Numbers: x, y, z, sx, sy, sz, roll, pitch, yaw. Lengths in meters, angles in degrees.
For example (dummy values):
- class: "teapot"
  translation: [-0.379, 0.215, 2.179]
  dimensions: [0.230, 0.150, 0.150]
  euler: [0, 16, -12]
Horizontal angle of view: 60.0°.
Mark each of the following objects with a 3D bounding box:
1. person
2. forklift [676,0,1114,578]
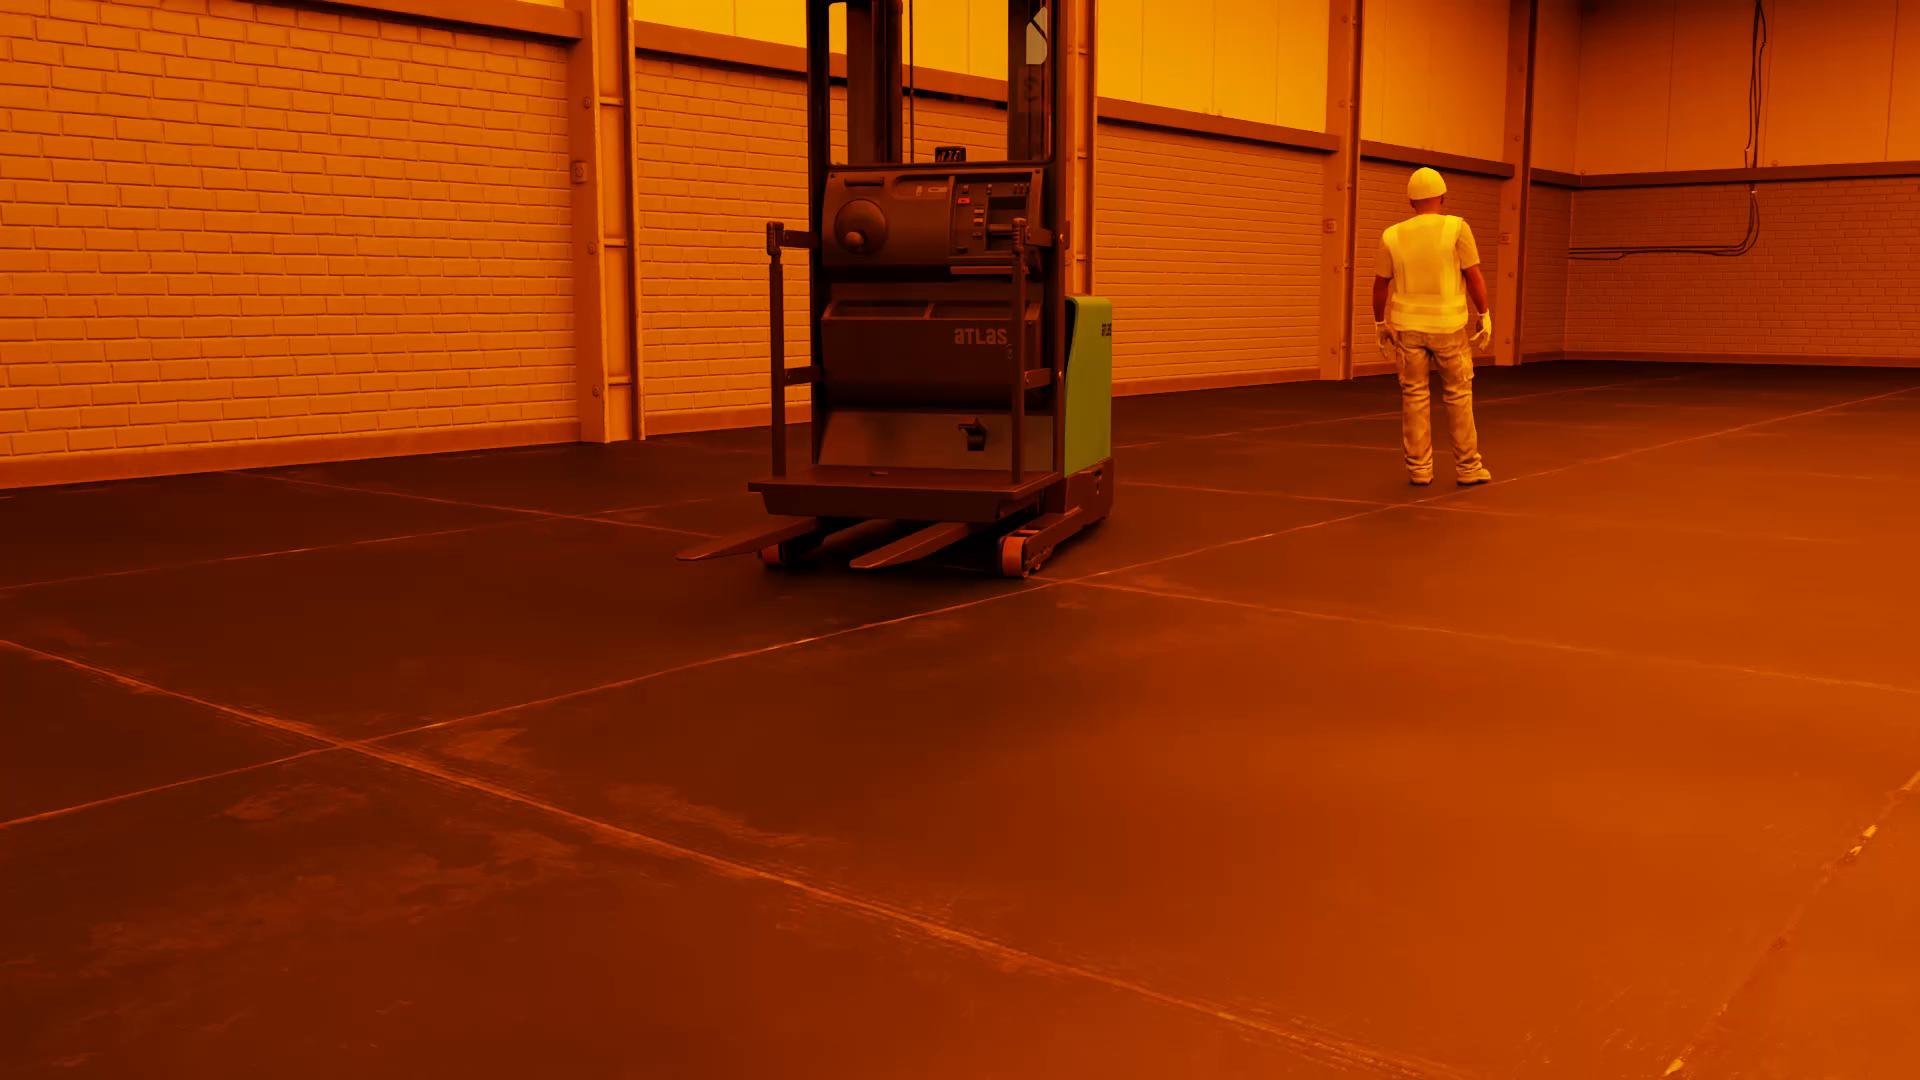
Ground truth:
- class: "person"
  translation: [2.717, -1.221, 9.538]
  dimensions: [0.656, 1.781, 0.577]
  euler: [5, 10, 29]
- class: "forklift"
  translation: [-0.176, -1.366, 6.616]
  dimensions: [1.130, 2.935, 3.031]
  euler: [3, 9, 17]
